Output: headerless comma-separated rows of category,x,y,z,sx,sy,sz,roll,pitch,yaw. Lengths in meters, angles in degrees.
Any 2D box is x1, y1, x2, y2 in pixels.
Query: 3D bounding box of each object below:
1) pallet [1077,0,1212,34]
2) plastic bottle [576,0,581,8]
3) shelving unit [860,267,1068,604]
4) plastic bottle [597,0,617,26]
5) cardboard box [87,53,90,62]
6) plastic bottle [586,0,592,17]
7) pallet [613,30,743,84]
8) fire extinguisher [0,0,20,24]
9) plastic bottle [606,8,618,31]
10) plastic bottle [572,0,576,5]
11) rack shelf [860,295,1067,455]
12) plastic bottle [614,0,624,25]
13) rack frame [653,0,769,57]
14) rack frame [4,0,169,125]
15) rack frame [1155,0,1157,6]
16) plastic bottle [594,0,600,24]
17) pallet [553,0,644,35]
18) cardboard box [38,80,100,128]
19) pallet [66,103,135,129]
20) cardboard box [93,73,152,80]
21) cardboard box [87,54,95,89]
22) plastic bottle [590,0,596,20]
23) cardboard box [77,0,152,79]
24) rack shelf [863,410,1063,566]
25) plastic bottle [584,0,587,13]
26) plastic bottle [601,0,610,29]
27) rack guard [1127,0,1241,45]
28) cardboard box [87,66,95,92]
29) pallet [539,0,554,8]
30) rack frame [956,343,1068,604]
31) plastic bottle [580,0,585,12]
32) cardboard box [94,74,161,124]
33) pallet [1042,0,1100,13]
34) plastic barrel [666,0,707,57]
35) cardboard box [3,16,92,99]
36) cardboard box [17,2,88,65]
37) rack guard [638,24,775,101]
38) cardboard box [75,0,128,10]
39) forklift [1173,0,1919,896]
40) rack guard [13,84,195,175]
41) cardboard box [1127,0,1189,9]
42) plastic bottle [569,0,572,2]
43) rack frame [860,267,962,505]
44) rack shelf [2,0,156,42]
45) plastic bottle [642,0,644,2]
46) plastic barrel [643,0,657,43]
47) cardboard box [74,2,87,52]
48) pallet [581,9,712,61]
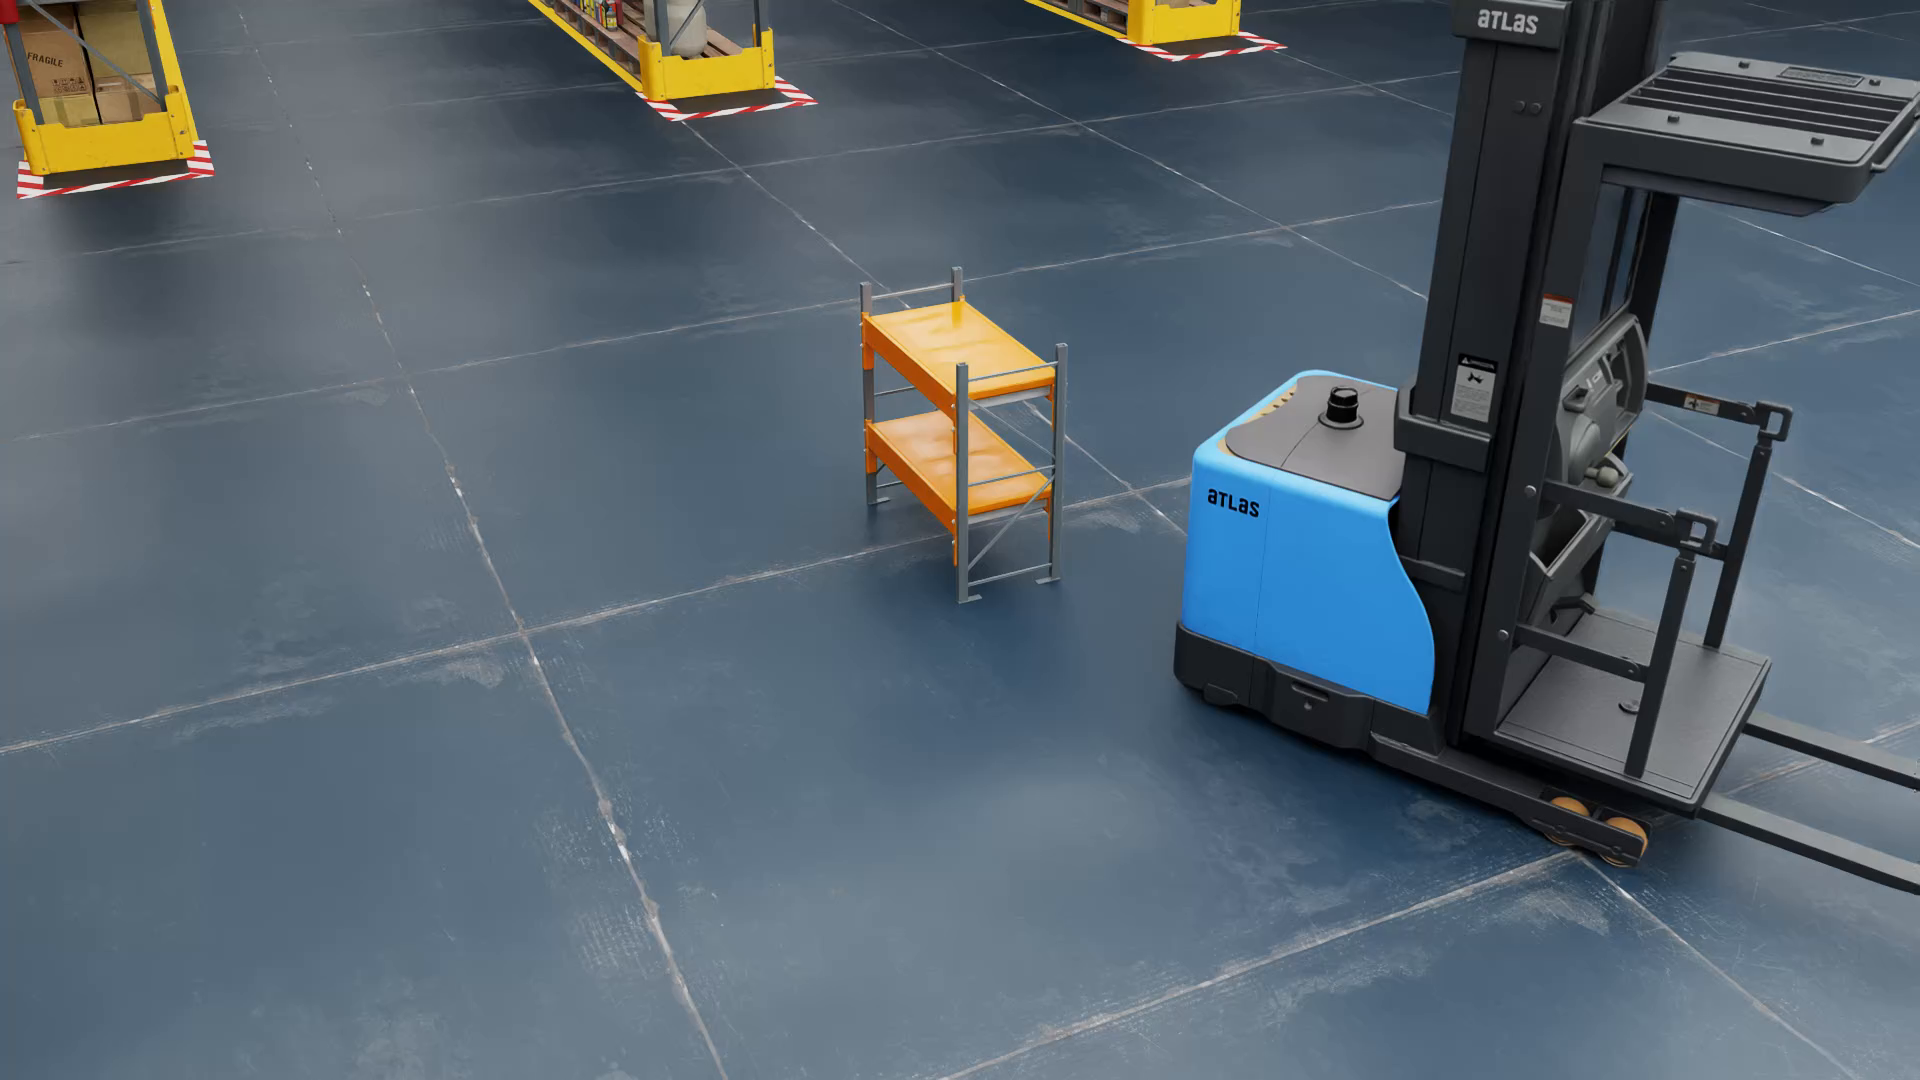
pallet,1.943,-5.562,17.454,1.003,0.211,1.213,-13,32,-22
plastic bottle,-3.845,-5.615,16.955,0.144,0.351,0.185,-15,32,-24
shelving unit,-0.003,-0.494,7.480,0.538,1.125,1.048,-13,32,-22
plastic bottle,-3.448,-5.179,16.254,0.152,0.276,0.135,-13,32,-22
cardboard box,-7.808,-4.119,14.411,0.500,0.250,0.500,-13,32,-22
plastic bottle,-3.662,-5.427,16.621,0.144,0.351,0.185,-13,32,-22
pallet,-2.600,-4.506,15.570,1.003,0.211,1.213,-13,32,-22
fire extinguisher,-7.025,-4.117,12.104,0.296,0.674,0.183,-13,32,-22
plastic bottle,-3.365,-5.029,16.064,0.097,0.201,0.097,0,29,0
plastic bottle,-3.926,-5.699,17.104,0.144,0.351,0.185,-12,32,-21
rack shelf,-0.003,-0.749,7.337,0.538,0.278,1.000,-13,32,-22
plastic bottle,-3.352,-5.205,16.293,0.061,0.283,0.133,-13,32,-22
rack frame,-2.181,-5.339,14.204,1.000,3.000,0.127,-13,32,-22
rack frame,-6.656,-4.300,12.352,1.000,3.000,0.127,-13,32,-22
rack frame,2.293,-6.379,16.059,1.000,3.000,0.127,-13,32,-22
plastic bottle,-3.508,-5.240,16.363,0.152,0.276,0.135,-14,32,-23
pallet,-3.647,-5.584,17.492,1.003,0.211,1.213,-13,32,-22
cardboard box,-7.153,-3.459,13.234,0.500,0.250,0.500,-13,32,-22
pallet,-7.022,-3.413,13.621,1.003,0.211,1.213,-13,32,-22
cardboard box,-6.903,-3.788,13.820,0.500,0.250,0.500,-13,32,-22
cardboard box,-7.595,-3.898,14.016,0.500,0.250,0.500,-13,32,-22
plastic bottle,-3.583,-5.345,16.474,0.144,0.351,0.185,-12,31,-20
cardboard box,-6.901,-4.115,13.638,0.500,0.500,0.500,-13,32,-22
rack shelf,-0.003,-0.280,7.600,0.538,0.278,1.000,-13,32,-22
plastic bottle,-3.745,-5.420,16.760,0.097,0.201,0.097,0,29,0
plastic bottle,-3.432,-5.113,16.129,0.061,0.283,0.133,-12,32,-21
rack guard,2.260,-5.322,16.730,1.175,0.500,0.348,-13,32,-22
cardboard box,-7.378,-3.677,13.623,0.500,0.250,0.500,-13,32,-22
pallet,-4.270,-6.228,18.641,1.003,0.211,1.213,-13,32,-22
rack frame,0.215,-0.269,7.080,0.500,1.125,0.032,-13,32,-22
plastic bottle,-3.812,-5.504,16.826,0.061,0.283,0.133,-12,31,-20
cardboard box,-6.685,-3.568,13.428,0.500,0.250,0.500,-13,32,-22
pallet,1.424,-6.101,18.414,1.003,0.211,1.213,-13,32,-22
plastic barrel,-2.532,-4.712,15.200,0.421,0.512,0.421,0,29,0
cardboard box,-7.155,-3.786,13.050,0.500,0.500,0.500,-13,32,-22
cardboard box,-7.597,-4.224,13.832,0.500,0.500,0.500,-13,32,-22
rack guard,-2.256,-4.272,14.858,1.175,0.500,0.348,-13,32,-22
cardboard box,-7.128,-4.334,14.027,0.500,0.500,0.500,-13,32,-22
forklift,2.346,-0.447,5.550,3.031,2.935,1.130,20,35,31
rack guard,-6.645,-3.200,12.945,1.175,0.500,0.348,-13,32,-22
cardboard box,2.040,-5.751,17.066,0.500,0.500,0.500,-7,30,-13
plastic bottle,-3.993,-5.740,17.254,0.152,0.276,0.135,-12,31,-20
rack frame,-0.221,-0.718,7.881,0.500,1.125,0.032,-13,32,-22
rack shelf,-7.514,-4.870,14.104,1.077,0.370,4.000,-13,32,-22
plastic bottle,-3.221,-5.629,17.048,0.061,0.283,0.133,-13,32,-22
plastic barrel,-2.747,-4.933,15.595,0.421,0.512,0.421,0,29,0
cardboard box,-7.811,-4.446,14.226,0.500,0.500,0.500,-13,32,-22
pallet,-3.119,-5.044,16.530,1.003,0.211,1.213,-13,32,-22
